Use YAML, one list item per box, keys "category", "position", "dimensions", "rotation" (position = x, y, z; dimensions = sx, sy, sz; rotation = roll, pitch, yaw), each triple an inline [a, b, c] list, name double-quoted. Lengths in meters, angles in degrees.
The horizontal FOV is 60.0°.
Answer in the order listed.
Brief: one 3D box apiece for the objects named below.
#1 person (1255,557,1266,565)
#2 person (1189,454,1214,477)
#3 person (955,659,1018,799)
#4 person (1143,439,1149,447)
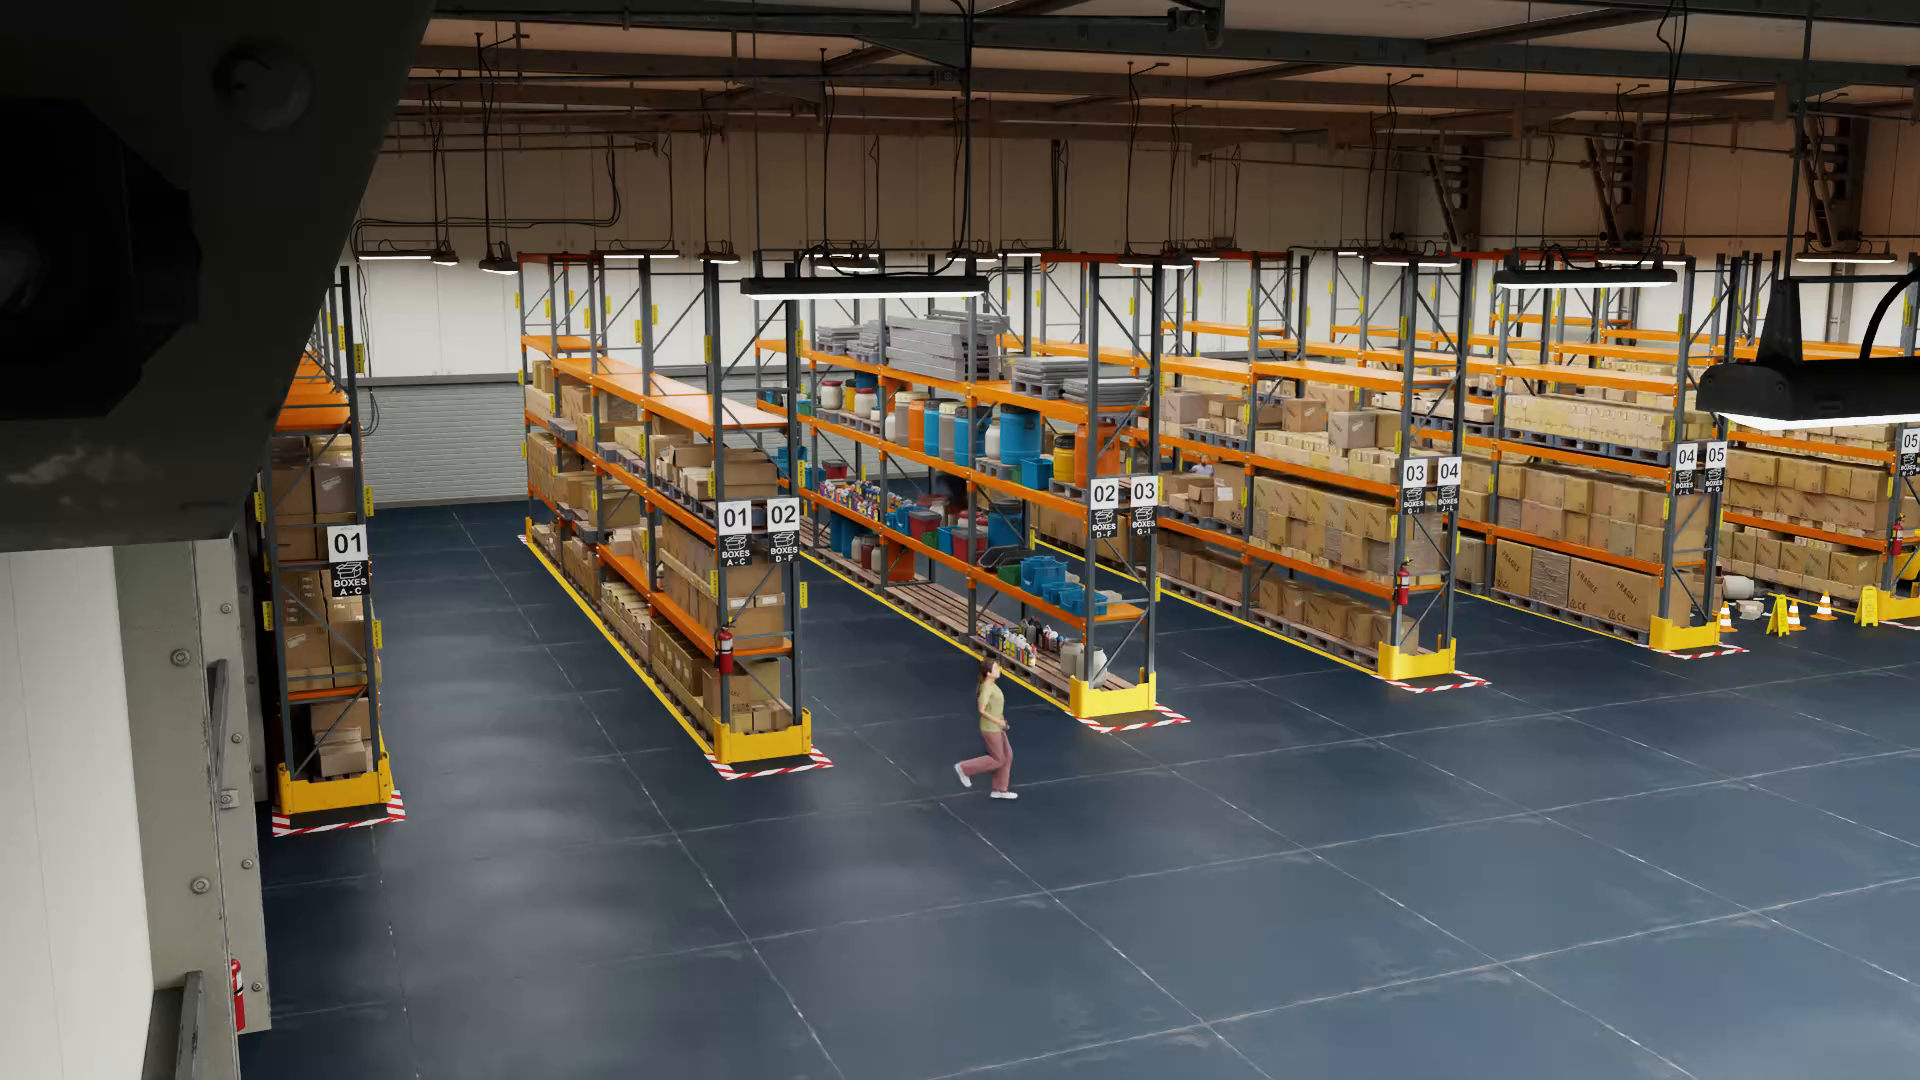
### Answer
- category: "person"
  position: [5.812, -0.159, 31.441]
  dimensions: [0.622, 1.627, 0.588]
  rotation: [-4, 11, -22]
- category: "person"
  position: [5.307, -1.059, 36.291]
  dimensions: [0.592, 1.668, 0.869]
  rotation: [-4, 11, -20]
- category: "person"
  position: [0.300, 2.140, 18.854]
  dimensions: [0.715, 1.639, 0.586]
  rotation: [0, 10, 2]
- category: "person"
  position: [4.253, -1.478, 38.108]
  dimensions: [0.683, 1.812, 0.881]
  rotation: [-4, 11, -22]
